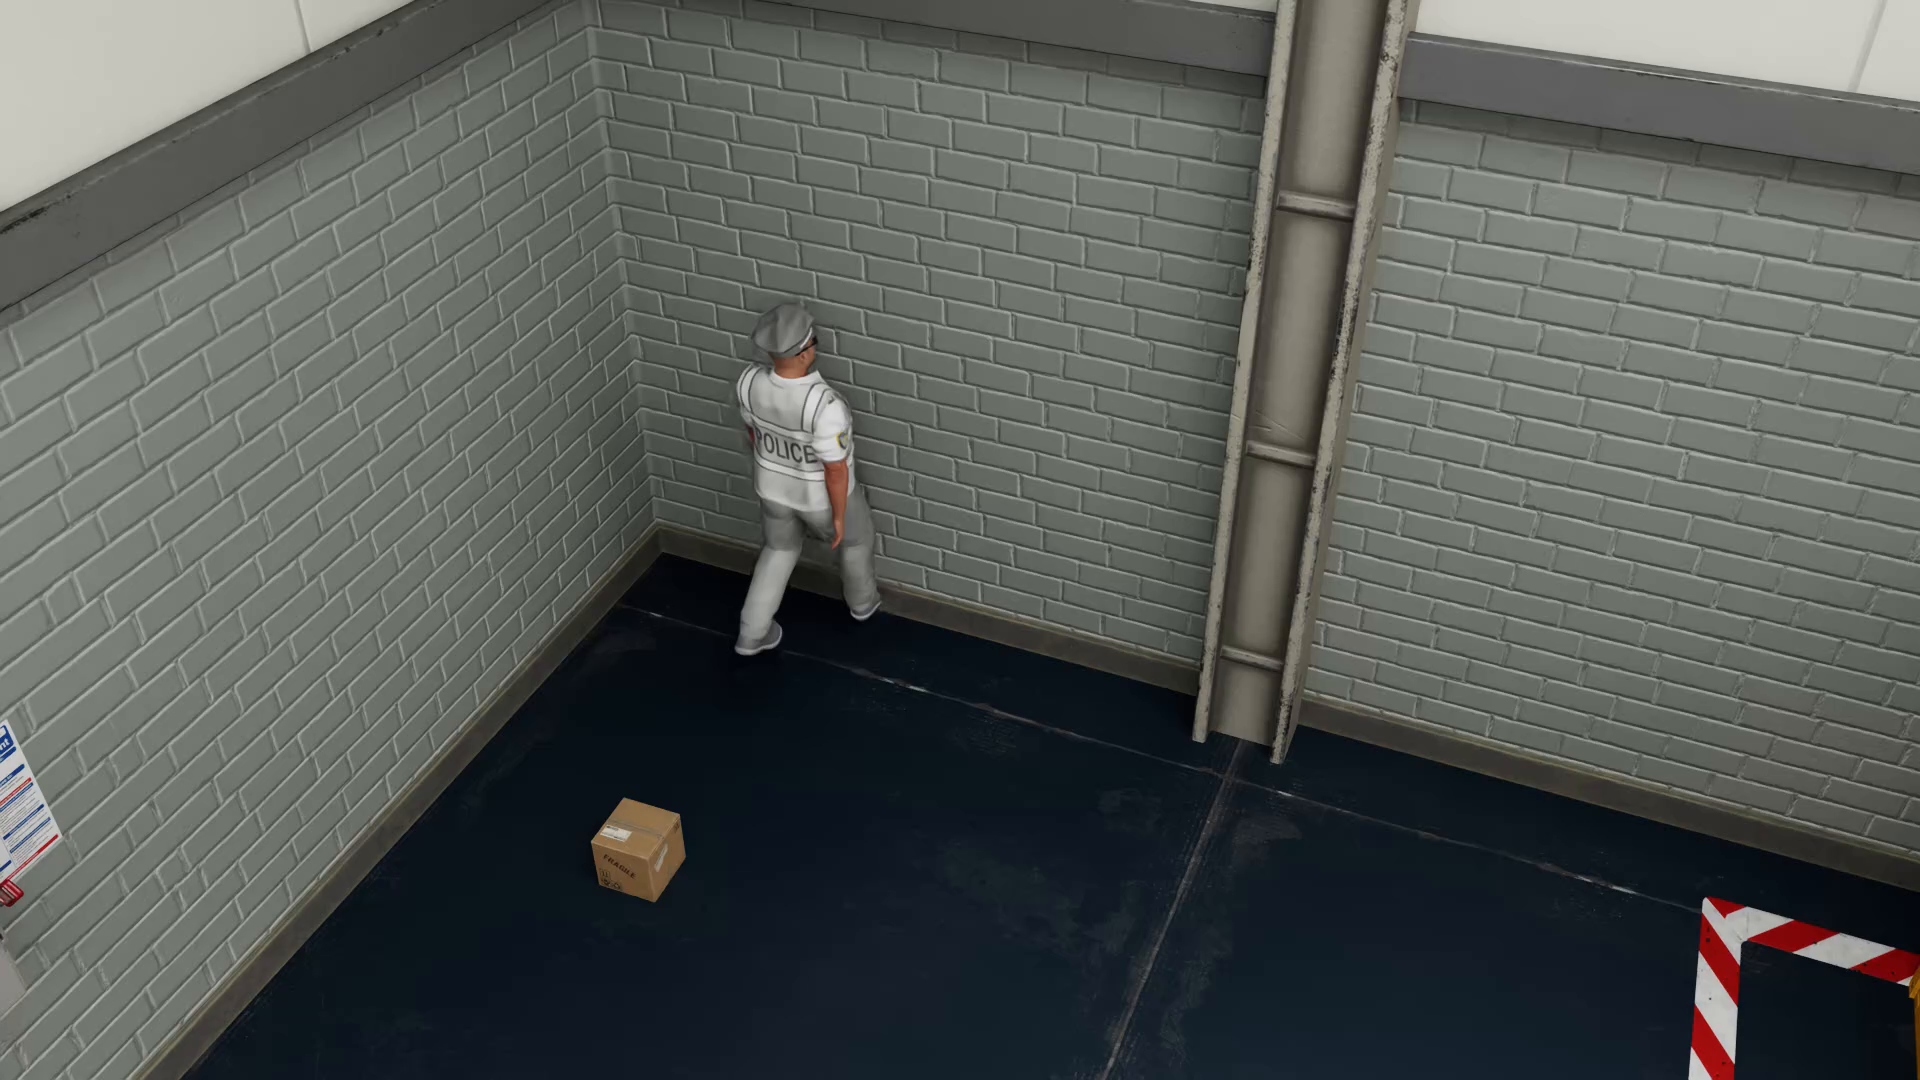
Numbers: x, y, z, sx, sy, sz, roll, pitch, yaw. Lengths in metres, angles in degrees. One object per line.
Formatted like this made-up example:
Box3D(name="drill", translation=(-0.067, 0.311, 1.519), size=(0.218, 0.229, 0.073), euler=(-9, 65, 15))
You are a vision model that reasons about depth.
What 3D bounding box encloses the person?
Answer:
Box3D(name="person", translation=(-0.641, -0.278, 7.151), size=(0.533, 1.725, 0.890), euler=(15, 40, 19))
